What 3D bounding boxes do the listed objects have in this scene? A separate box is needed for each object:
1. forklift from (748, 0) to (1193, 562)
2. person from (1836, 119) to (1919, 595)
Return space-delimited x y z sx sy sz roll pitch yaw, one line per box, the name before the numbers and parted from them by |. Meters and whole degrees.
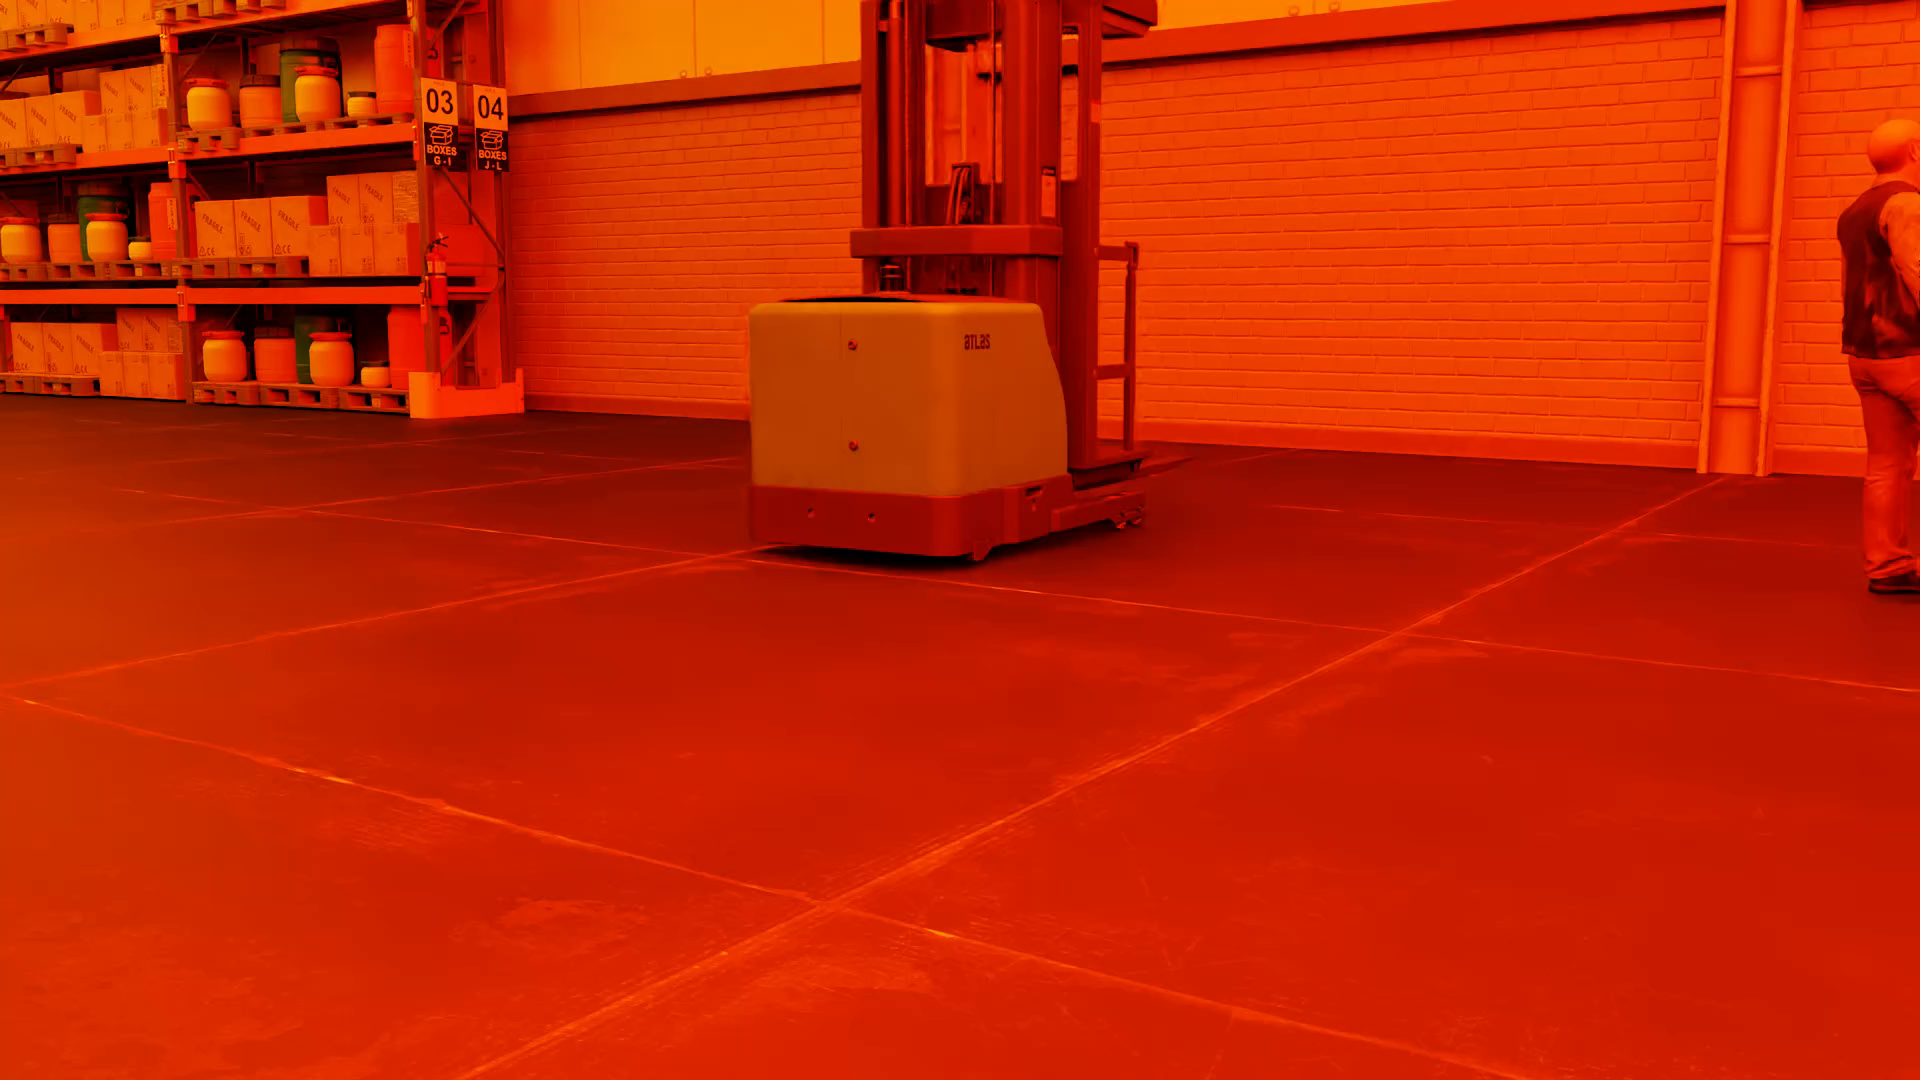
forklift | 0.260 -1.530 7.951 1.130 2.935 3.031 5 9 29
person | 3.492 -0.649 6.045 0.547 1.727 0.620 0 8 3
